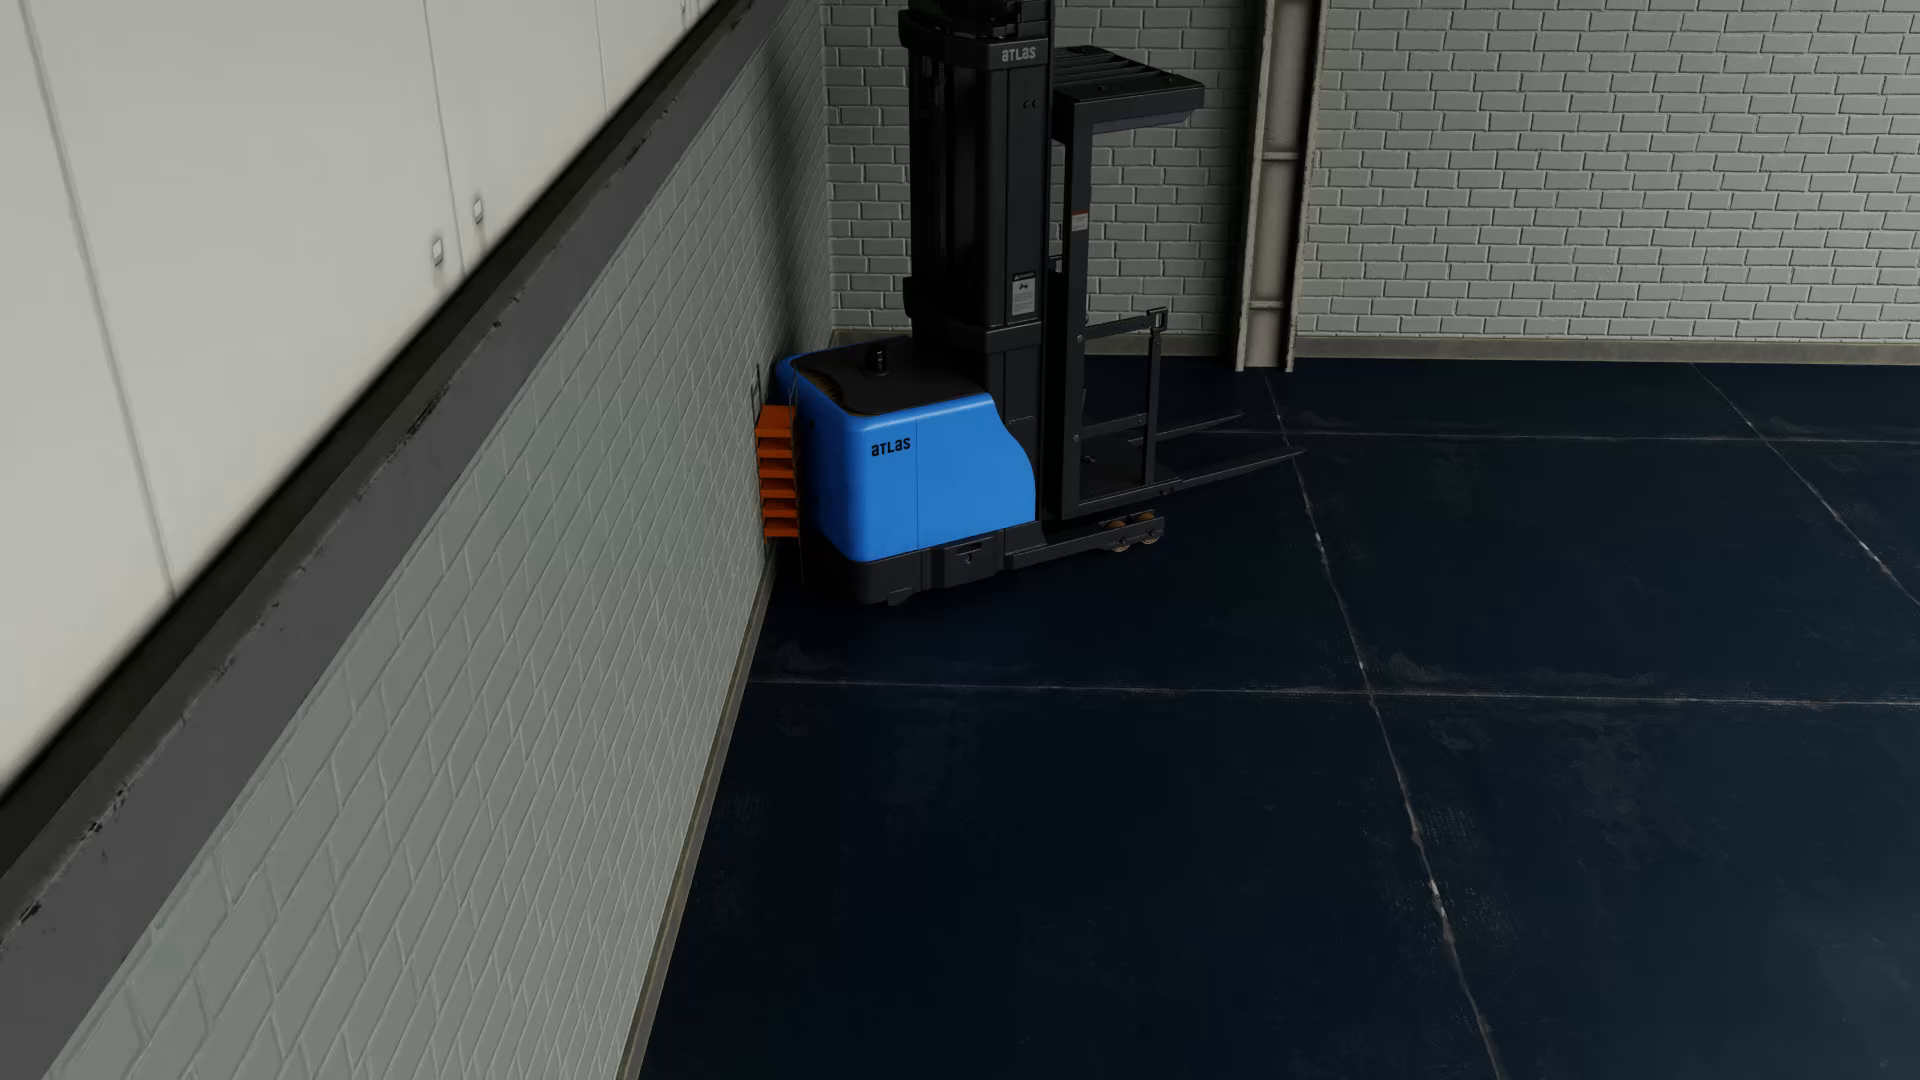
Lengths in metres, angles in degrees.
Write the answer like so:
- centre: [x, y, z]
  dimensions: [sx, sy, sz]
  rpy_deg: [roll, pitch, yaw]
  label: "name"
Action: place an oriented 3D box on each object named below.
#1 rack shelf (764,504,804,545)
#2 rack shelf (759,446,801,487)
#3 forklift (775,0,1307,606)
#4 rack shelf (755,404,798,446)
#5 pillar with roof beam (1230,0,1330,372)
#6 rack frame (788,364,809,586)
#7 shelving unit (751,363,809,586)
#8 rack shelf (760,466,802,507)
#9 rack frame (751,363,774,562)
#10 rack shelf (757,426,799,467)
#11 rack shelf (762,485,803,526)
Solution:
- centre: [-0.918, -0.085, 8.714]
  dimensions: [0.180, 0.103, 0.258]
  rpy_deg: [1, 35, 2]
  label: "rack shelf"
- centre: [-0.920, -0.382, 8.510]
  dimensions: [0.180, 0.103, 0.258]
  rpy_deg: [1, 35, 2]
  label: "rack shelf"
- centre: [0.554, -1.434, 8.825]
  dimensions: [3.031, 2.935, 1.130]
  rpy_deg: [-14, 31, -25]
  label: "forklift"
- centre: [-0.921, -0.579, 8.374]
  dimensions: [0.180, 0.103, 0.258]
  rpy_deg: [1, 35, 2]
  label: "rack shelf"
- centre: [1.942, -3.192, 5.664]
  dimensions: [0.400, 9.000, 9.100]
  rpy_deg: [1, 28, 2]
  label: "pillar with roof beam"
- centre: [-0.828, -0.317, 8.549]
  dimensions: [0.006, 1.200, 0.240]
  rpy_deg: [1, 35, 2]
  label: "rack frame"
- centre: [-0.919, -0.319, 8.553]
  dimensions: [0.189, 1.200, 0.258]
  rpy_deg: [1, 35, 2]
  label: "shelving unit"
- centre: [-0.919, -0.283, 8.578]
  dimensions: [0.180, 0.103, 0.258]
  rpy_deg: [1, 35, 2]
  label: "rack shelf"
- centre: [-1.011, -0.322, 8.557]
  dimensions: [0.006, 1.200, 0.240]
  rpy_deg: [1, 35, 2]
  label: "rack frame"
- centre: [-0.920, -0.481, 8.442]
  dimensions: [0.180, 0.103, 0.258]
  rpy_deg: [1, 35, 2]
  label: "rack shelf"
- centre: [-0.919, -0.184, 8.646]
  dimensions: [0.180, 0.103, 0.258]
  rpy_deg: [1, 35, 2]
  label: "rack shelf"
